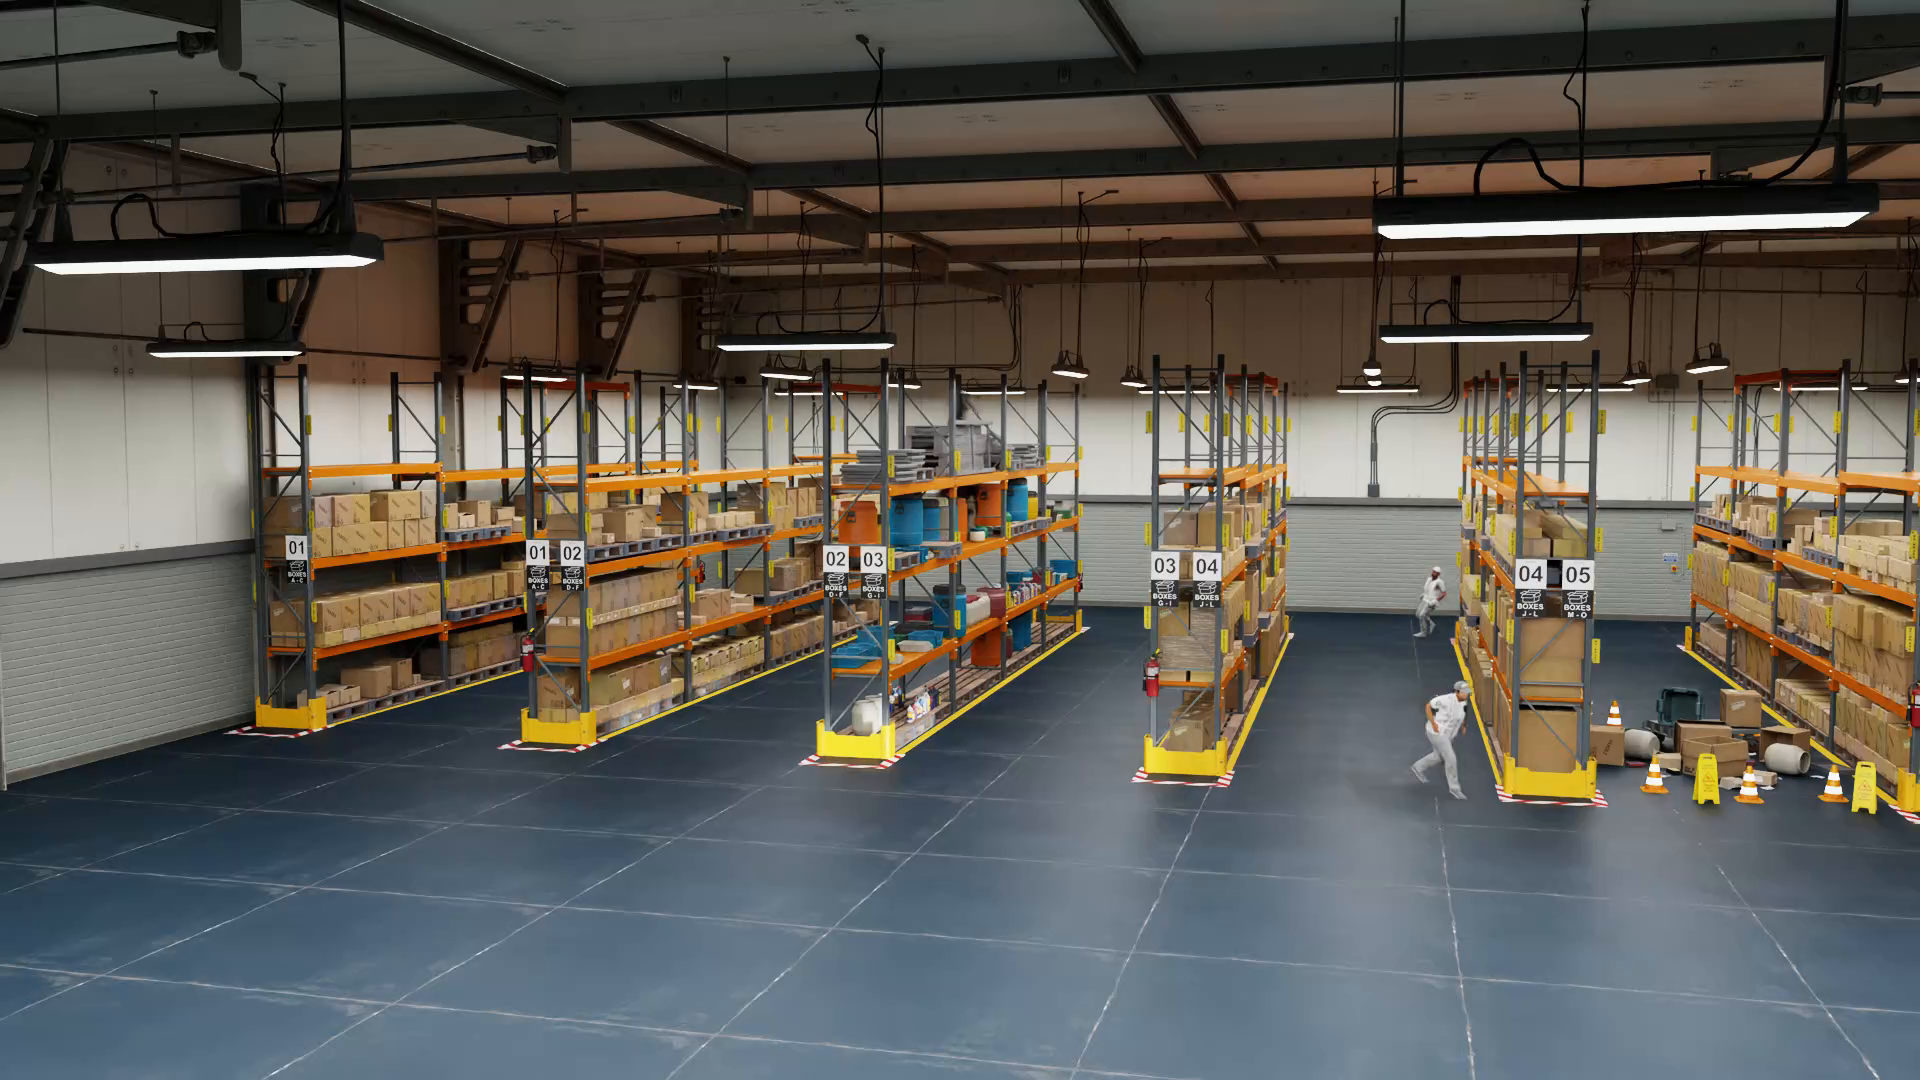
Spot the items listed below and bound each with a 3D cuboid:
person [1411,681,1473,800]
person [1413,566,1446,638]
[{"bbox_3d":[6.518,2.679,22.593,0.643,1.626,1.033,-2,5,-31],"label":"person"},{"bbox_3d":[11.009,1.460,39.010,0.572,1.699,0.730,-1,4,-12],"label":"person"}]
